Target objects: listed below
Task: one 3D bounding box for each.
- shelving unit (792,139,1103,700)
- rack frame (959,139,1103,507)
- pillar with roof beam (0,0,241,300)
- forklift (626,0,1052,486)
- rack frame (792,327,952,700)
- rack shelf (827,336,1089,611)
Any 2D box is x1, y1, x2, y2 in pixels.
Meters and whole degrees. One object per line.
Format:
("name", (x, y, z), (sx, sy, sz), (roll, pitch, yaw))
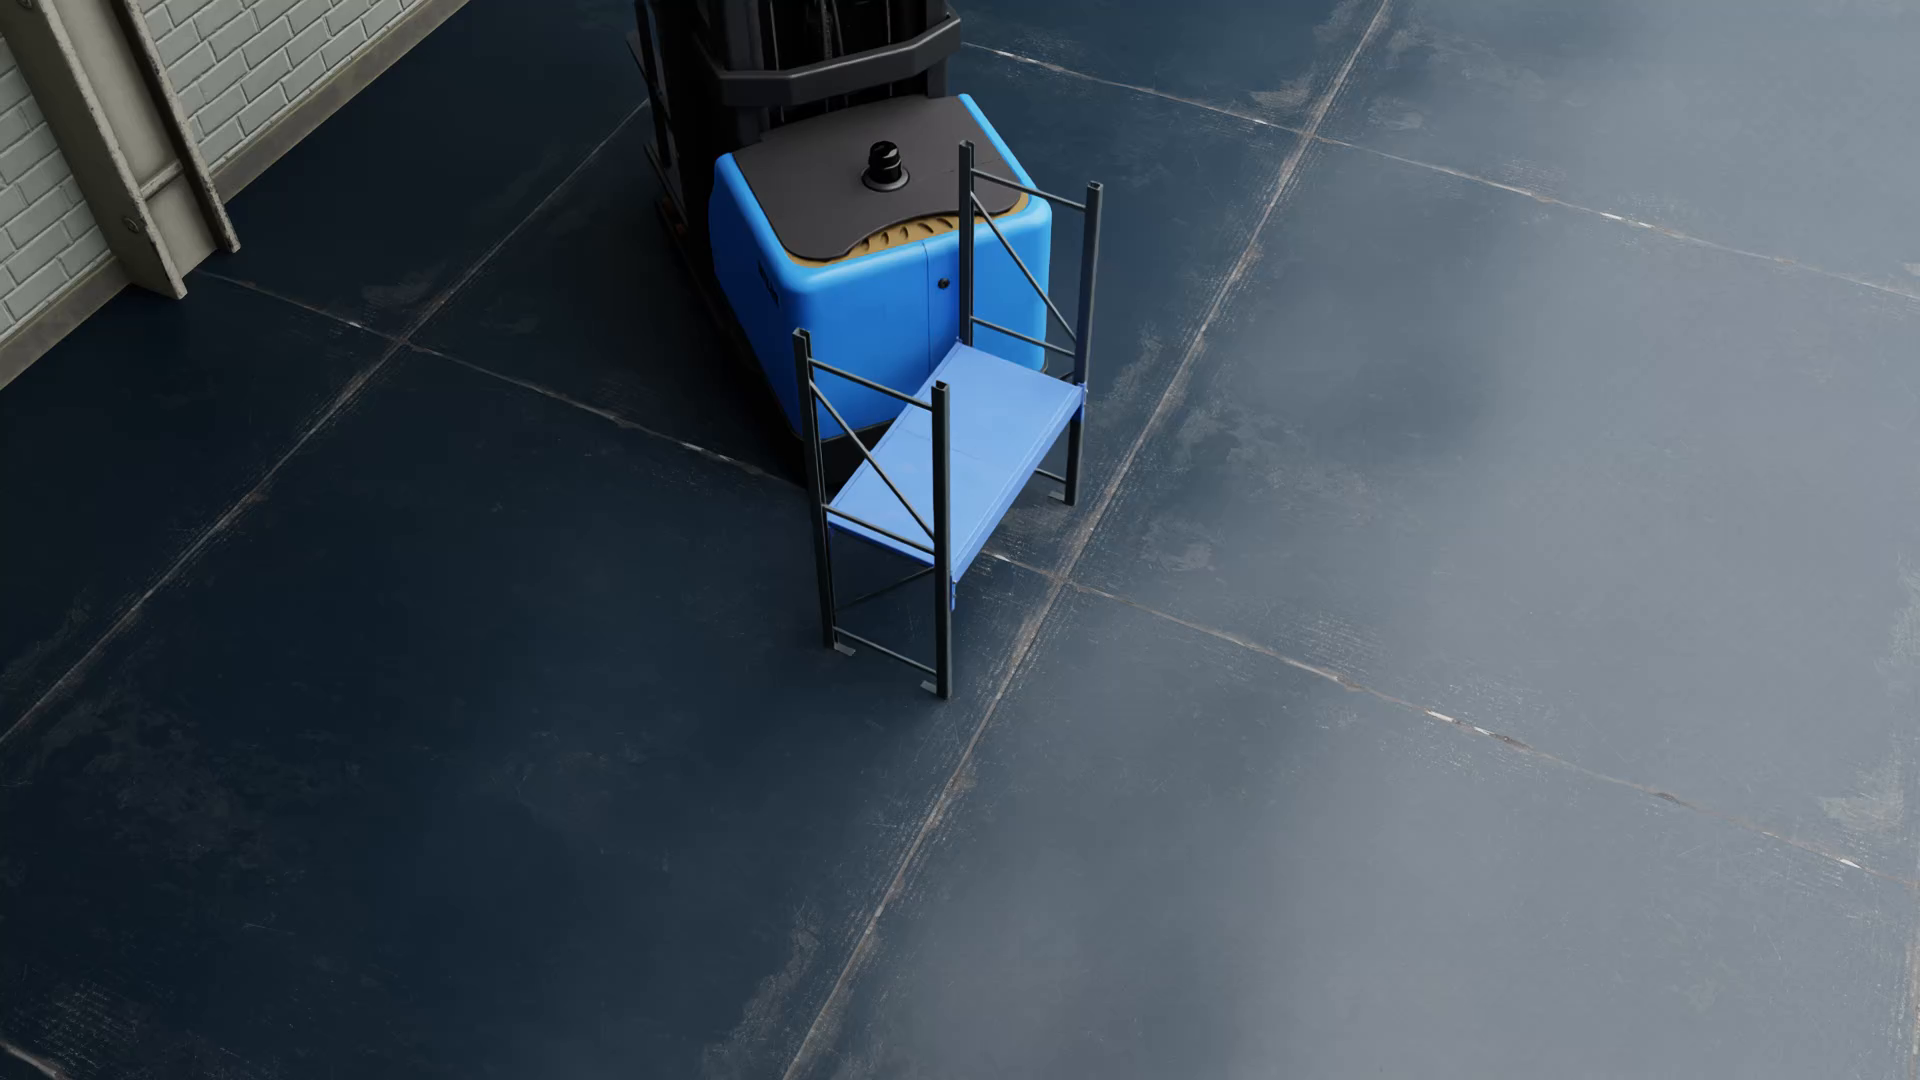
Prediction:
("shelving unit", (-0.016, -0.371, 5.581), (0.538, 1.500, 1.048), (22, 53, 18))
("rack frame", (0.224, -0.712, 5.871), (0.500, 1.500, 0.032), (22, 53, 18))
("pillar with roof beam", (0.492, -2.730, 2.664), (9.100, 9.000, 0.400), (20, 52, 16))
("forklift", (-0.705, -2.298, 6.281), (1.130, 2.935, 3.031), (-18, 52, -15))
("rack frame", (-0.256, -0.029, 5.290), (0.500, 1.500, 0.032), (22, 53, 18))
("rack shelf", (-0.016, -0.254, 5.718), (0.538, 0.185, 1.000), (22, 53, 18))
